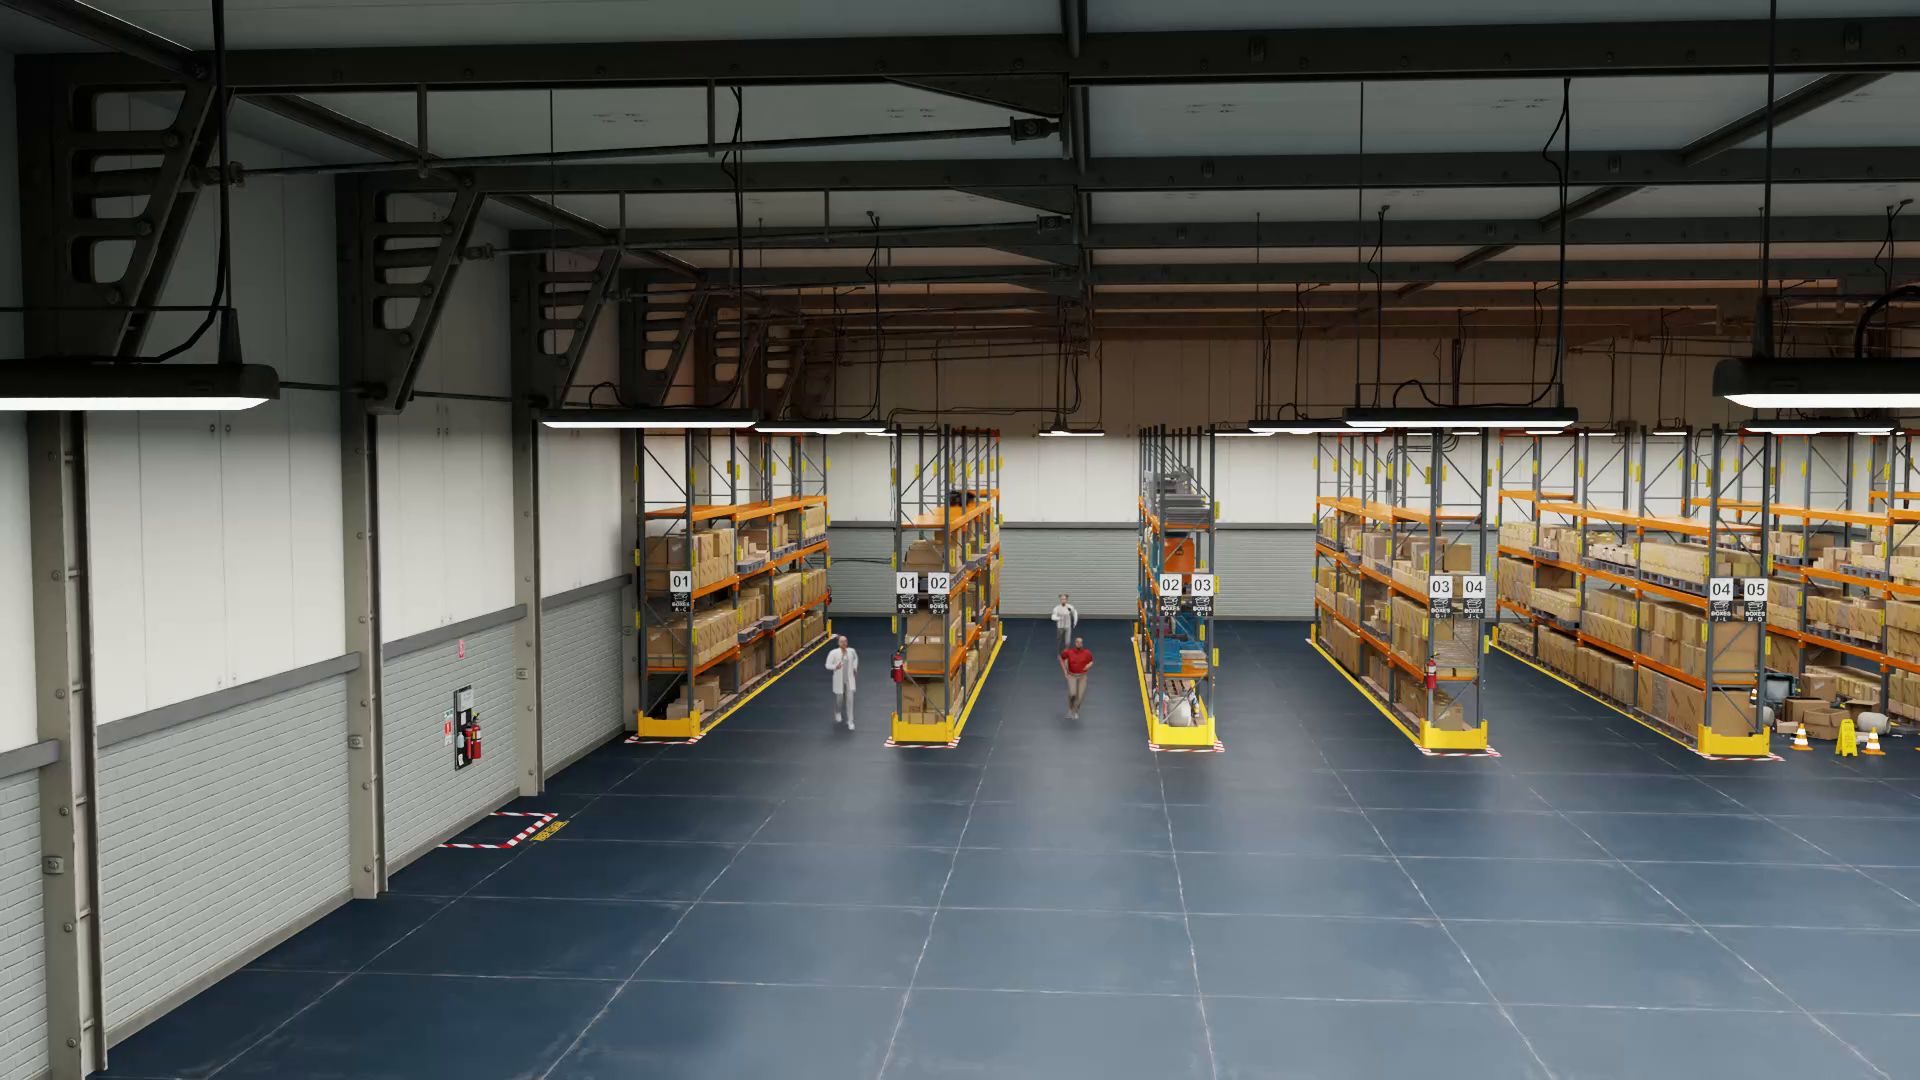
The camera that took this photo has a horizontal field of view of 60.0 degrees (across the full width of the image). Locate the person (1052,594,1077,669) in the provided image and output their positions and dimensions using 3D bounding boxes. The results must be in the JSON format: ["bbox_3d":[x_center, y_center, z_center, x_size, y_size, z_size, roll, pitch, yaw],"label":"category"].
[{"bbox_3d":[2.521,2.169,40.129,0.621,1.780,0.830,0,3,1],"label":"person"}]

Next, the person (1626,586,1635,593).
[{"bbox_3d":[18.968,1.957,47.068,0.880,1.824,0.598,0,3,-1],"label":"person"}]

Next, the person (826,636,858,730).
[{"bbox_3d":[-2.319,2.799,32.992,0.707,1.791,1.035,-1,4,-17],"label":"person"}]

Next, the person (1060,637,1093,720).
[{"bbox_3d":[2.385,2.815,33.757,0.655,1.688,0.683,0,3,-7],"label":"person"}]
